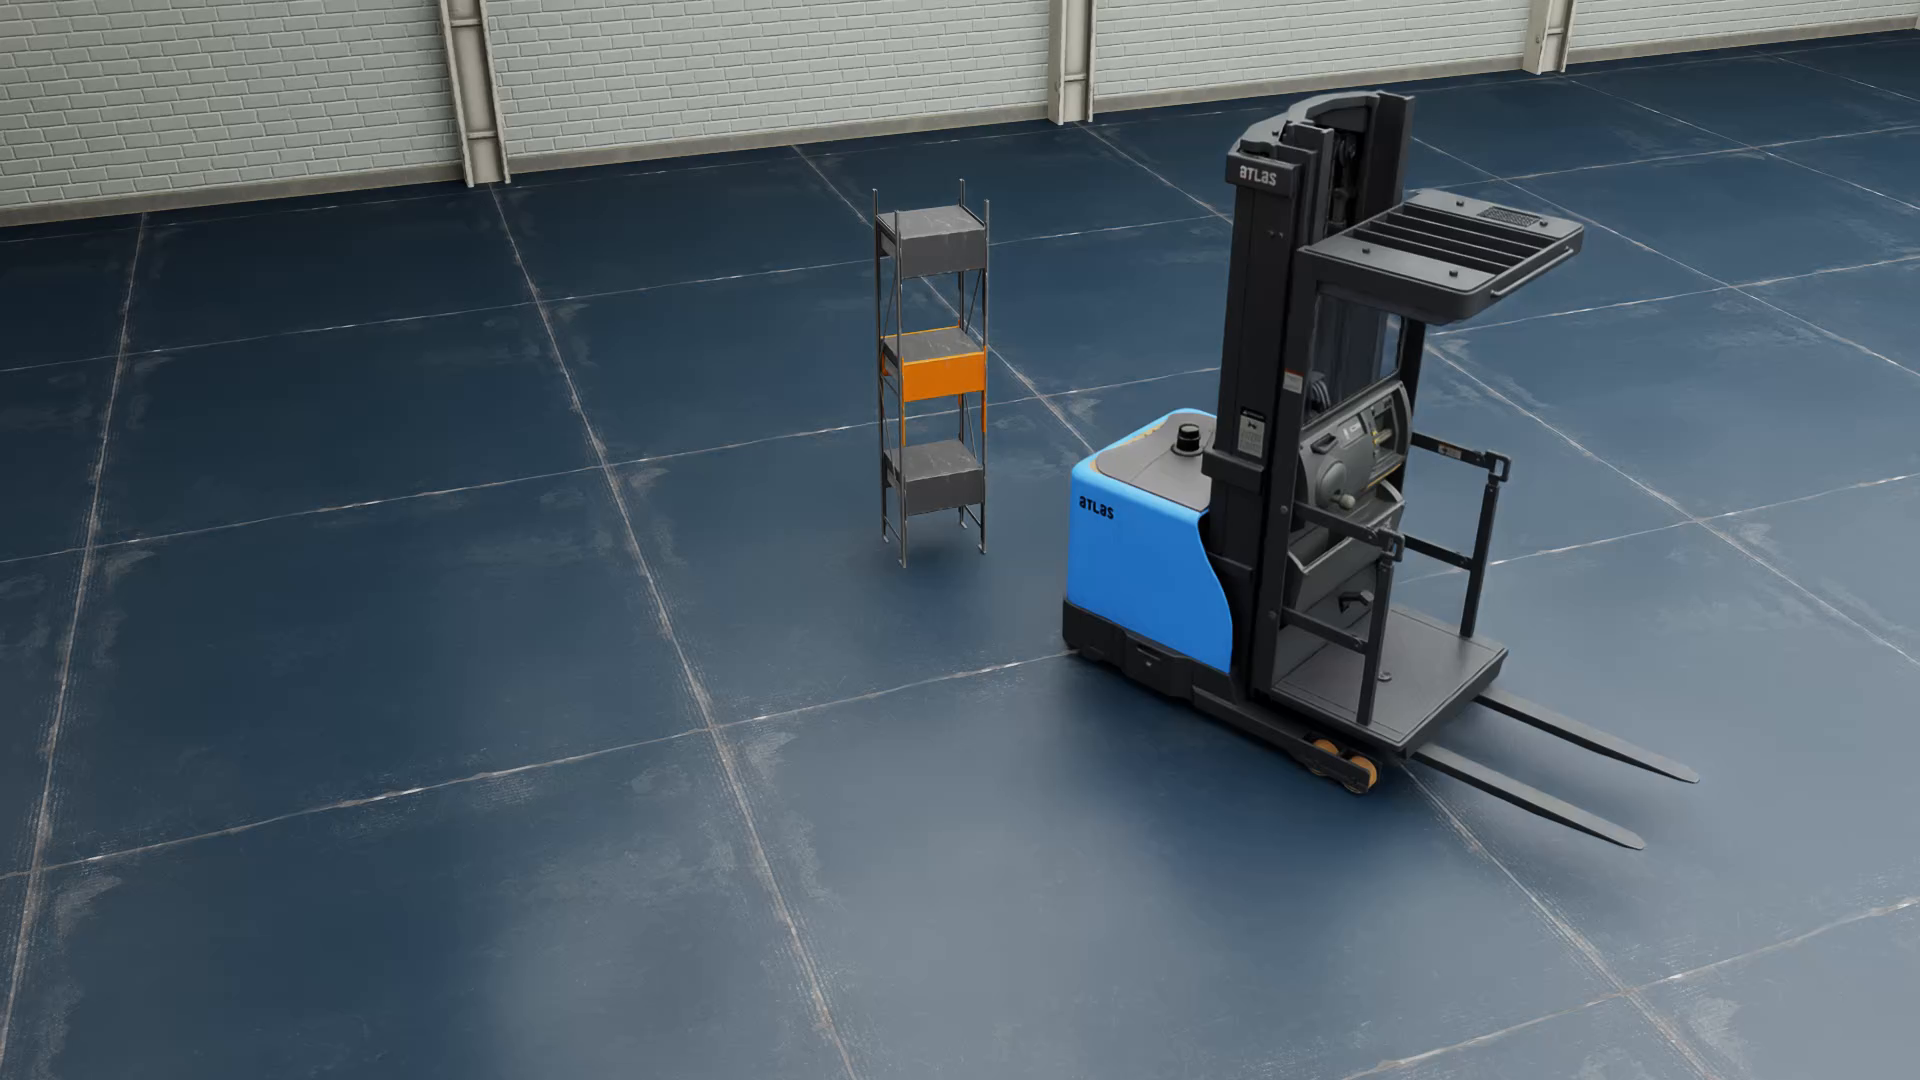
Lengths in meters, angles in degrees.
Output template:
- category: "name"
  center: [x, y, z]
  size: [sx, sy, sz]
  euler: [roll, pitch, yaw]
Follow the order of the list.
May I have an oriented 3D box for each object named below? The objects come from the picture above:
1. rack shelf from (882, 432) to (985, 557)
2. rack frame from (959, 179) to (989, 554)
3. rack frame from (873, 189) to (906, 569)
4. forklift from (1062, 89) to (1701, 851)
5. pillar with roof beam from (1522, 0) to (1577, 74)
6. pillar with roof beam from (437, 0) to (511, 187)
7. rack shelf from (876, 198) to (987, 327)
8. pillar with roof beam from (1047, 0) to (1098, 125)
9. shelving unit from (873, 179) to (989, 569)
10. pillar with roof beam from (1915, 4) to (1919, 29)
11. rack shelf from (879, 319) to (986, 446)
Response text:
- category: "rack shelf"
  center: [-0.155, -0.264, 9.533]
  size: [0.480, 0.518, 0.431]
  euler: [-10, 31, -18]
- category: "rack frame"
  center: [0.074, -0.926, 9.254]
  size: [0.015, 2.100, 0.400]
  euler: [-10, 31, -18]
- category: "rack frame"
  center: [-0.384, -0.842, 9.106]
  size: [0.015, 2.100, 0.400]
  euler: [-10, 31, -18]
- category: "forklift"
  center: [1.968, -0.397, 7.486]
  size: [3.031, 2.935, 1.130]
  euler: [24, 37, 36]
- category: "pillar with roof beam"
  center: [8.282, -7.384, 13.620]
  size: [0.400, 9.000, 9.100]
  euler: [-10, 31, -18]
- category: "pillar with roof beam"
  center: [-2.965, -5.313, 9.985]
  size: [0.400, 9.000, 9.100]
  euler: [-10, 31, -18]
- category: "rack shelf"
  center: [-0.155, -1.480, 8.840]
  size: [0.480, 0.518, 0.431]
  euler: [-10, 31, -18]
- category: "pillar with roof beam"
  center: [2.659, -6.348, 11.802]
  size: [0.400, 9.000, 9.100]
  euler: [-10, 31, -18]
- category: "shelving unit"
  center: [-0.155, -0.884, 9.180]
  size: [0.503, 2.100, 0.431]
  euler: [-10, 31, -18]
- category: "pillar with roof beam"
  center: [13.906, -8.420, 15.438]
  size: [0.400, 9.000, 9.100]
  euler: [-10, 31, -18]
- category: "rack shelf"
  center: [-0.155, -0.872, 9.187]
  size: [0.480, 0.518, 0.431]
  euler: [-10, 31, -18]
